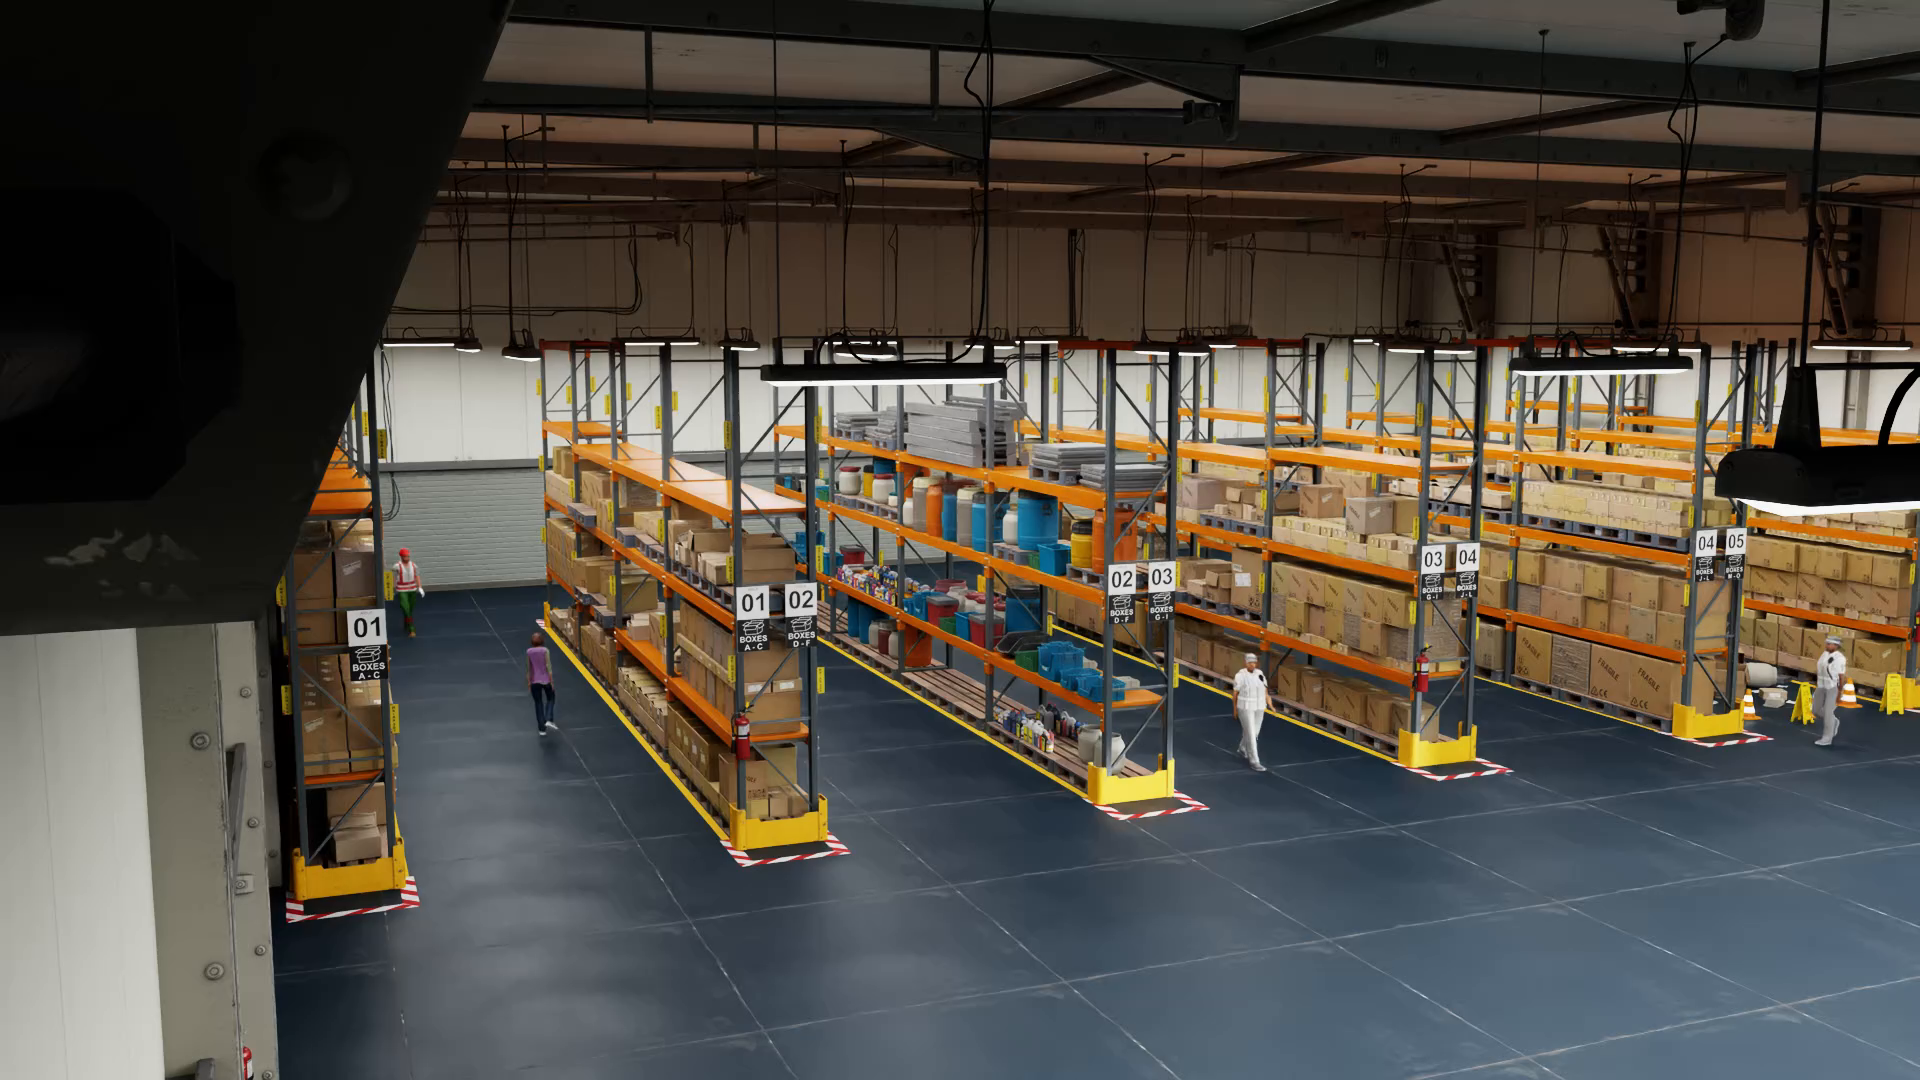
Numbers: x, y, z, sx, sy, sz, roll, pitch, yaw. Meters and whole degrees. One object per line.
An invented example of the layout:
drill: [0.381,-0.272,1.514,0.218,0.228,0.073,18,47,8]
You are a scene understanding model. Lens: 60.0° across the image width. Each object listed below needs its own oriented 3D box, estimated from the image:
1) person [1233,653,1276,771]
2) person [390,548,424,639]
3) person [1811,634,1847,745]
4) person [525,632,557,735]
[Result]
person: [4.202,2.419,23.832,0.506,1.617,0.950,-3,8,-22]
person: [-11.224,1.058,33.820,0.651,1.777,0.897,-7,10,-41]
person: [13.138,2.234,25.041,0.619,1.670,0.455,-3,8,-22]
person: [-6.455,2.208,25.609,0.454,1.576,0.425,-2,8,-12]
